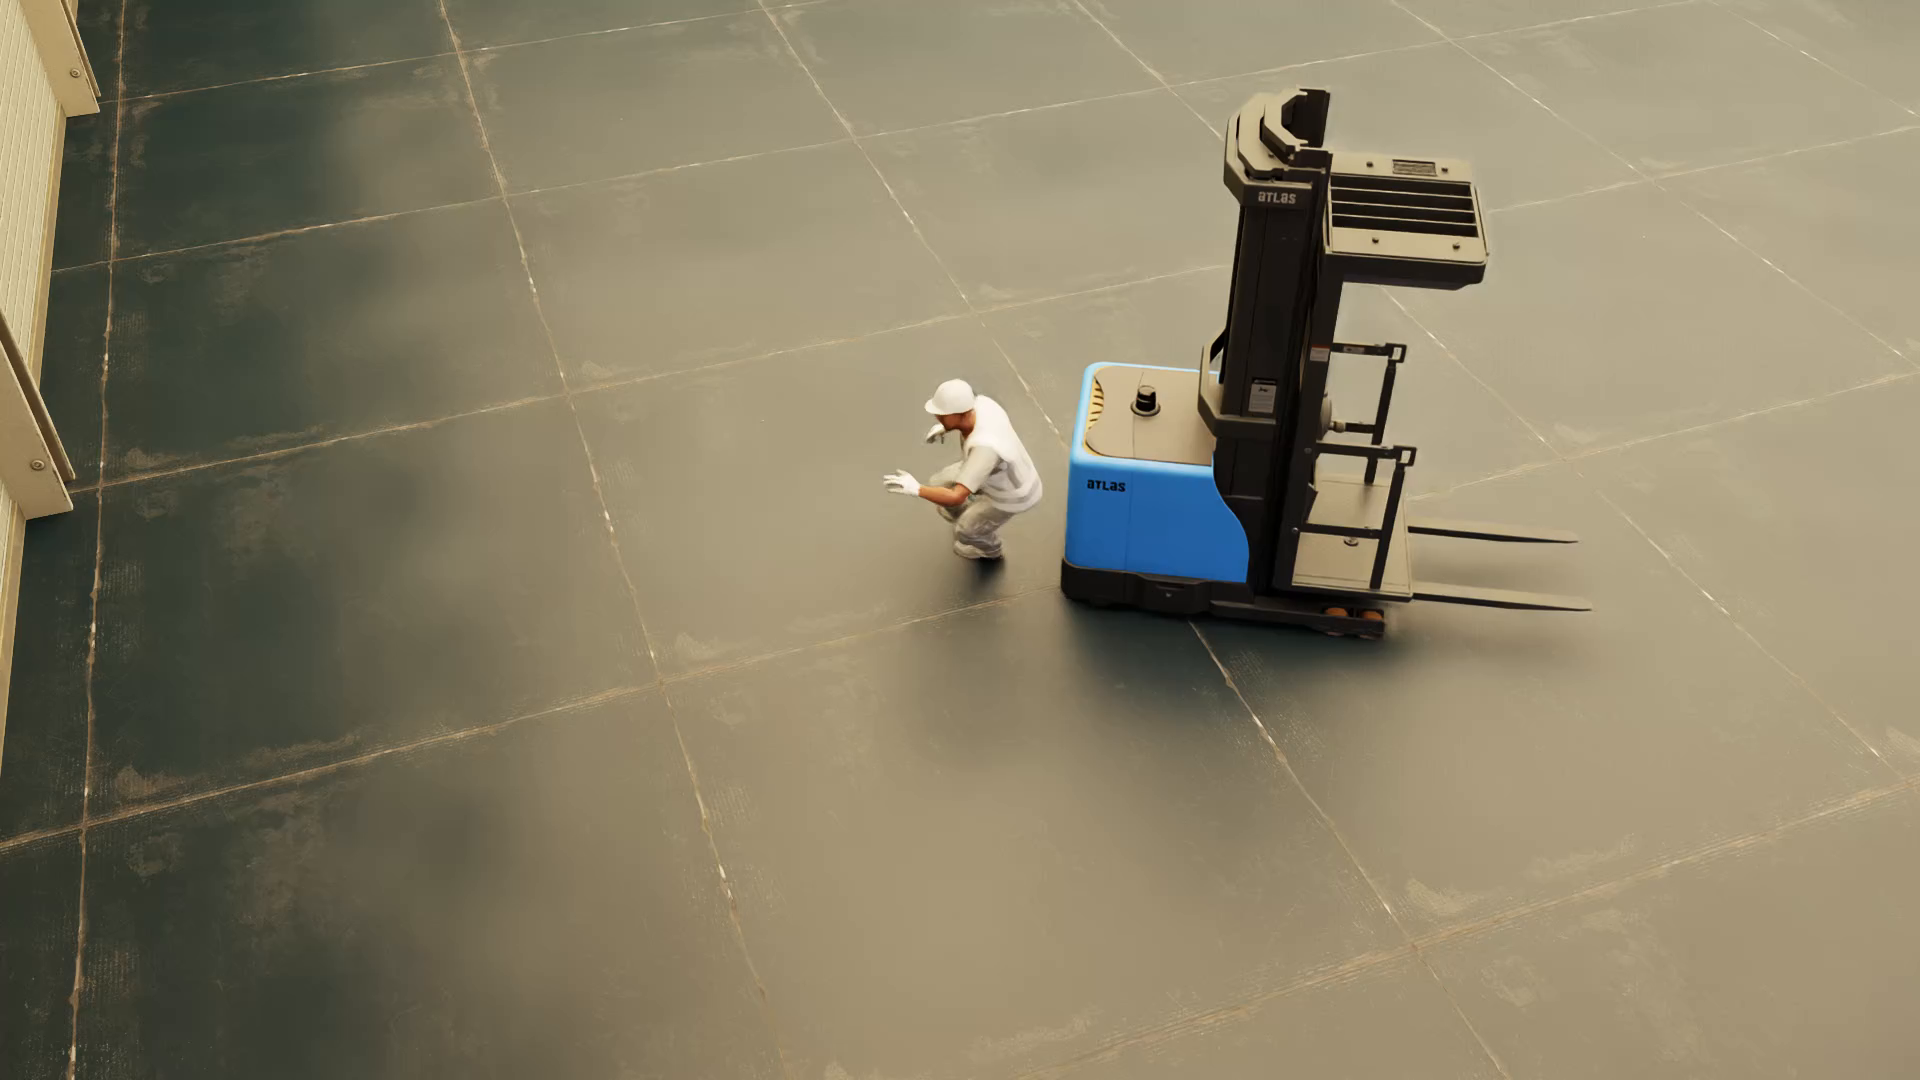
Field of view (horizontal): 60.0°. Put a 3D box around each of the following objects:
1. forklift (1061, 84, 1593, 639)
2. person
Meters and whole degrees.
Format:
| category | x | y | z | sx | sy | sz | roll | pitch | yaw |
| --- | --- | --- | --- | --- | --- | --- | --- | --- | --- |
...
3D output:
| category | x | y | z | sx | sy | sz | roll | pitch | yaw |
| --- | --- | --- | --- | --- | --- | --- | --- | --- | --- |
| forklift | 6.263 | 6.630 | 0.100 | 14.713 | 2.935 | 23.089 | 6 | 40 | 7 |
| person | -0.056 | -0.342 | 9.508 | 0.913 | 1.530 | 1.085 | -11 | 41 | -13 |
